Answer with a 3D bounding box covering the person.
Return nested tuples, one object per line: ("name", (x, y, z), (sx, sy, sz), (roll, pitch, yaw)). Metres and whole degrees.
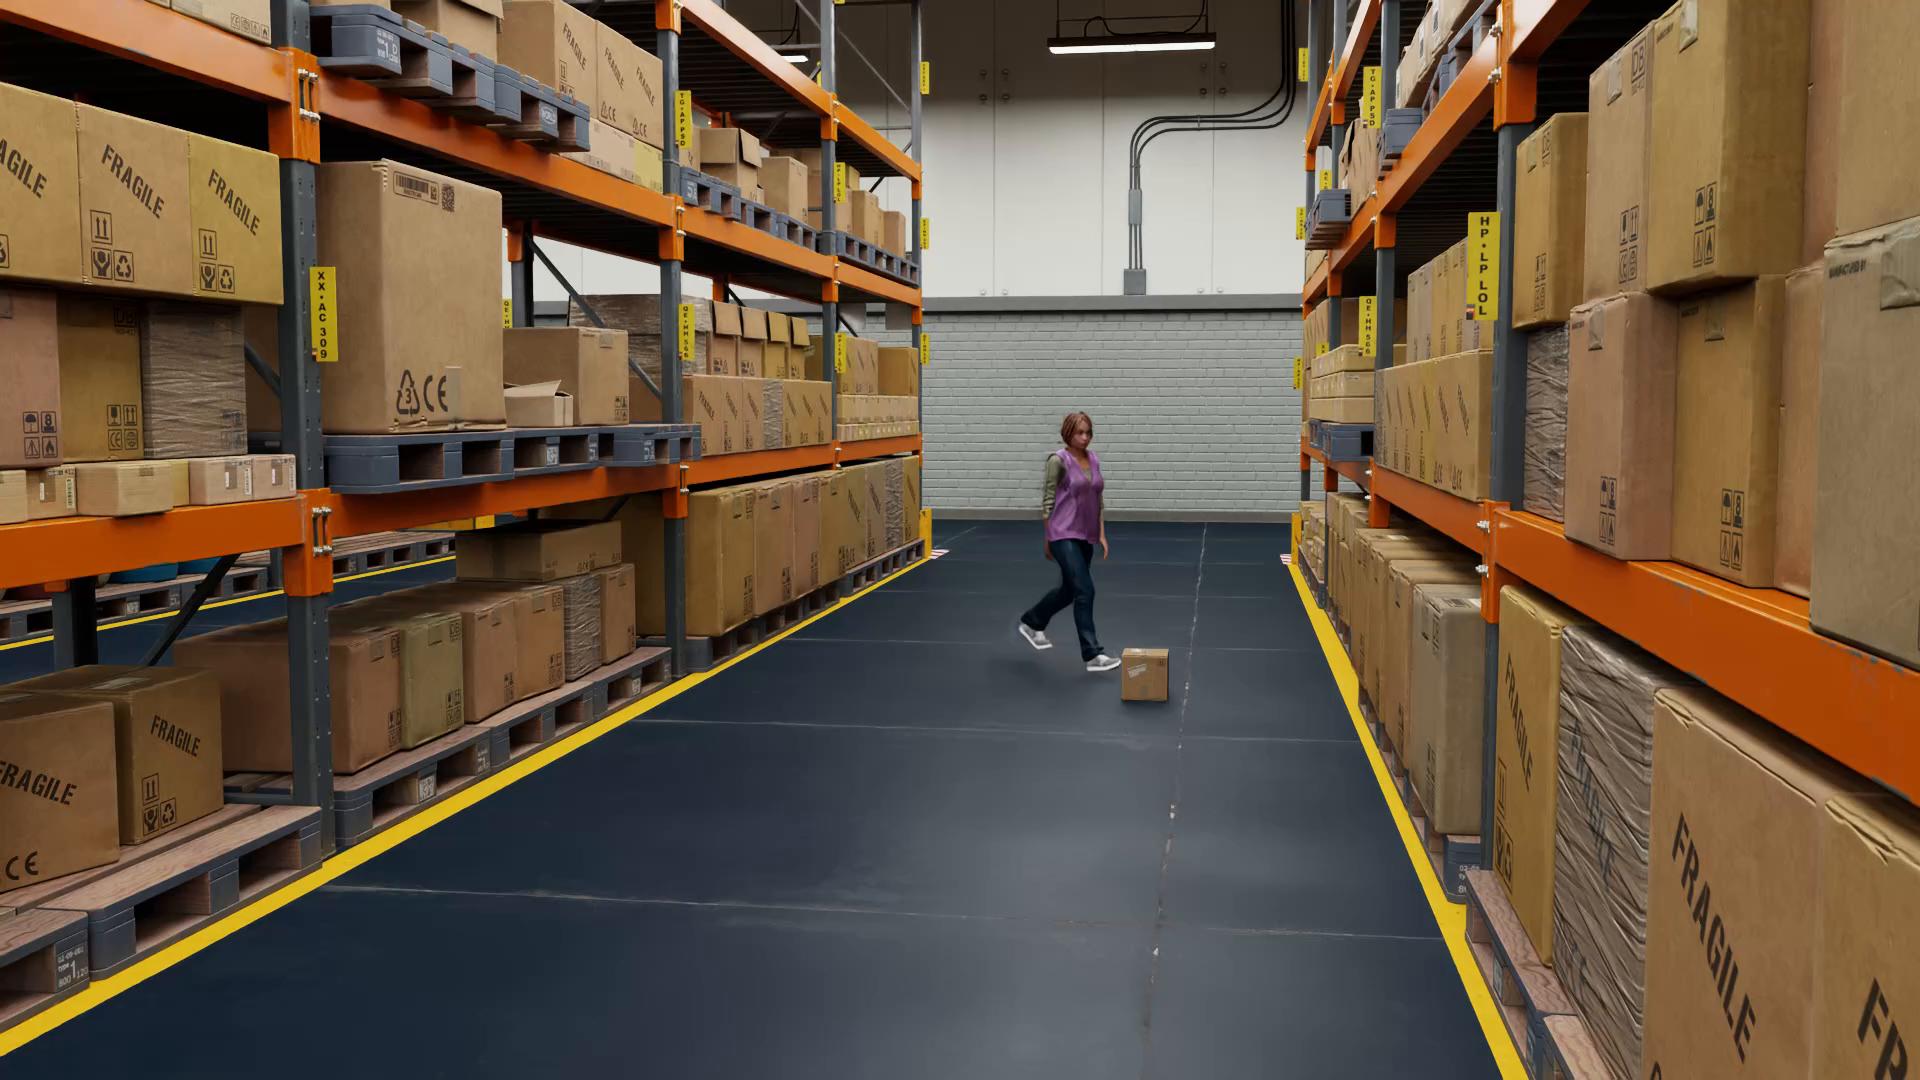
("person", (0.668, -0.005, 10.156), (0.383, 1.557, 0.928), (-4, 6, -43))
